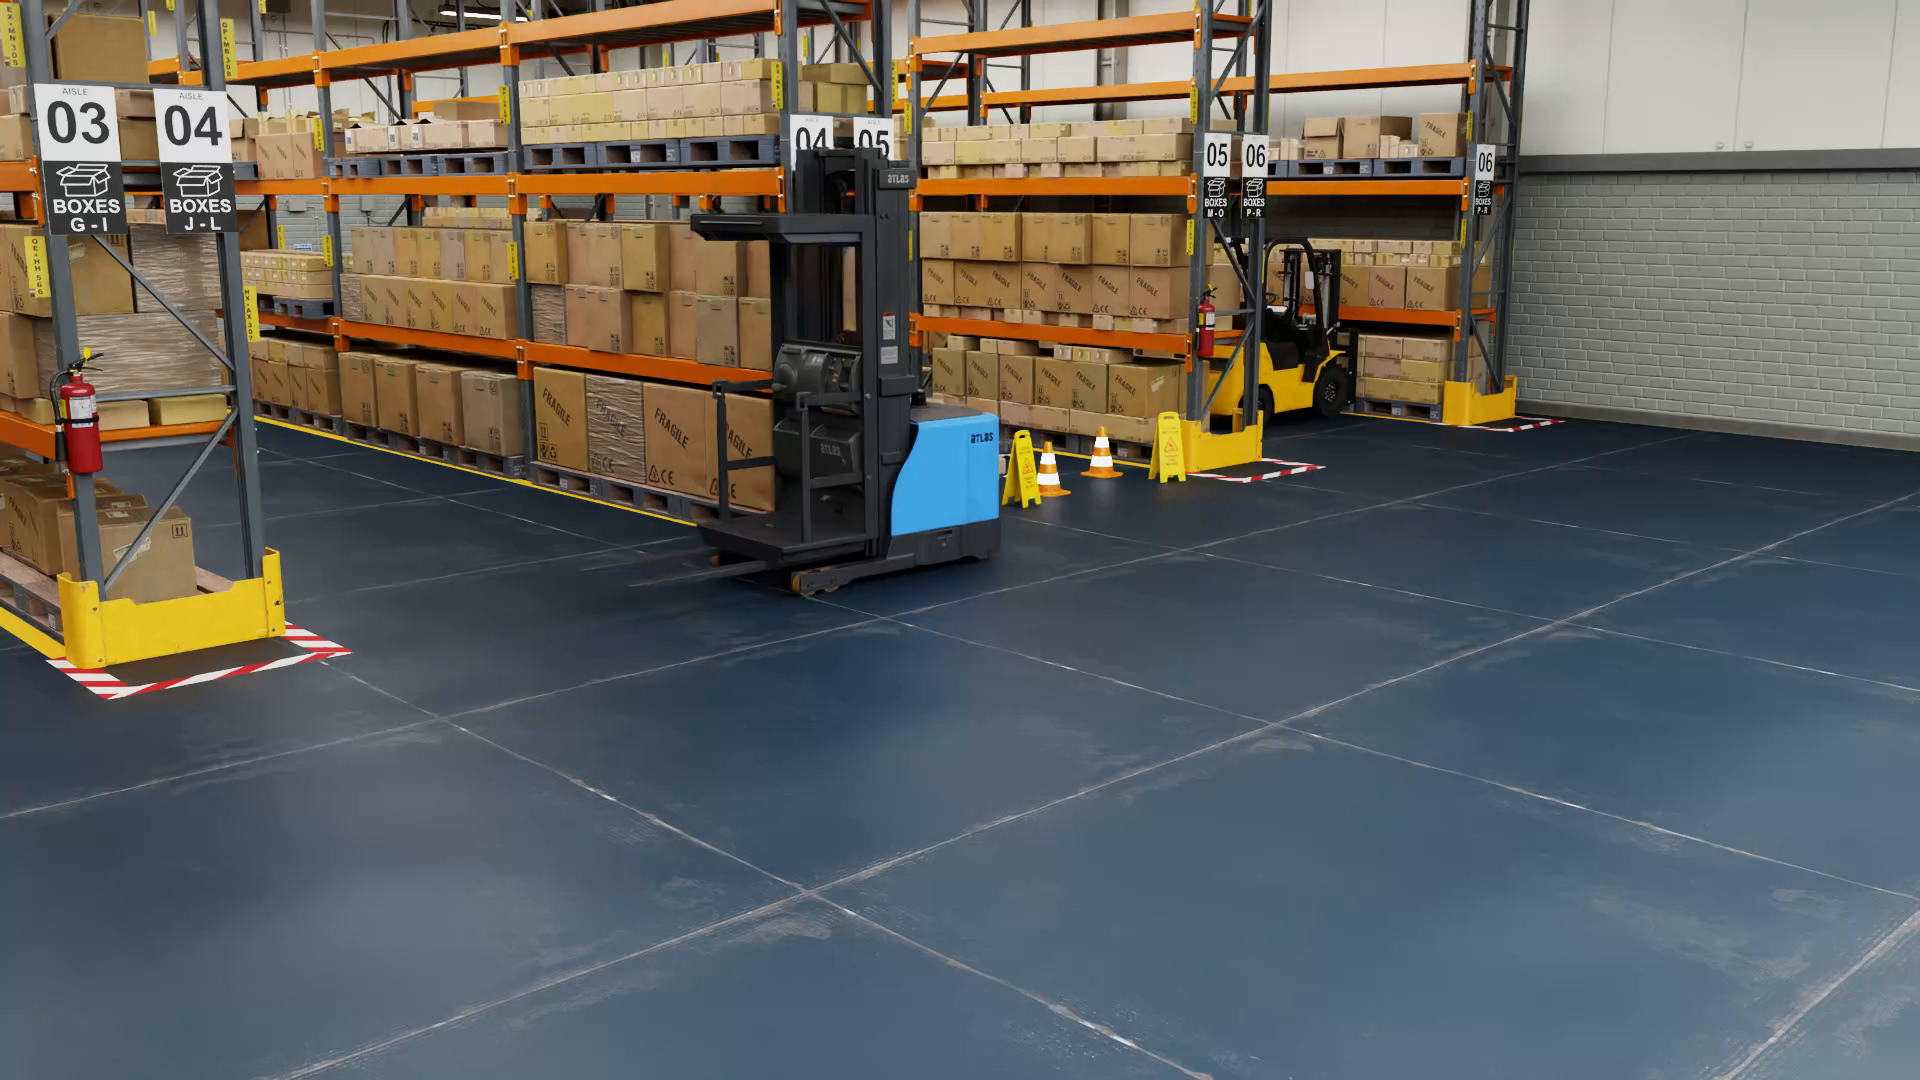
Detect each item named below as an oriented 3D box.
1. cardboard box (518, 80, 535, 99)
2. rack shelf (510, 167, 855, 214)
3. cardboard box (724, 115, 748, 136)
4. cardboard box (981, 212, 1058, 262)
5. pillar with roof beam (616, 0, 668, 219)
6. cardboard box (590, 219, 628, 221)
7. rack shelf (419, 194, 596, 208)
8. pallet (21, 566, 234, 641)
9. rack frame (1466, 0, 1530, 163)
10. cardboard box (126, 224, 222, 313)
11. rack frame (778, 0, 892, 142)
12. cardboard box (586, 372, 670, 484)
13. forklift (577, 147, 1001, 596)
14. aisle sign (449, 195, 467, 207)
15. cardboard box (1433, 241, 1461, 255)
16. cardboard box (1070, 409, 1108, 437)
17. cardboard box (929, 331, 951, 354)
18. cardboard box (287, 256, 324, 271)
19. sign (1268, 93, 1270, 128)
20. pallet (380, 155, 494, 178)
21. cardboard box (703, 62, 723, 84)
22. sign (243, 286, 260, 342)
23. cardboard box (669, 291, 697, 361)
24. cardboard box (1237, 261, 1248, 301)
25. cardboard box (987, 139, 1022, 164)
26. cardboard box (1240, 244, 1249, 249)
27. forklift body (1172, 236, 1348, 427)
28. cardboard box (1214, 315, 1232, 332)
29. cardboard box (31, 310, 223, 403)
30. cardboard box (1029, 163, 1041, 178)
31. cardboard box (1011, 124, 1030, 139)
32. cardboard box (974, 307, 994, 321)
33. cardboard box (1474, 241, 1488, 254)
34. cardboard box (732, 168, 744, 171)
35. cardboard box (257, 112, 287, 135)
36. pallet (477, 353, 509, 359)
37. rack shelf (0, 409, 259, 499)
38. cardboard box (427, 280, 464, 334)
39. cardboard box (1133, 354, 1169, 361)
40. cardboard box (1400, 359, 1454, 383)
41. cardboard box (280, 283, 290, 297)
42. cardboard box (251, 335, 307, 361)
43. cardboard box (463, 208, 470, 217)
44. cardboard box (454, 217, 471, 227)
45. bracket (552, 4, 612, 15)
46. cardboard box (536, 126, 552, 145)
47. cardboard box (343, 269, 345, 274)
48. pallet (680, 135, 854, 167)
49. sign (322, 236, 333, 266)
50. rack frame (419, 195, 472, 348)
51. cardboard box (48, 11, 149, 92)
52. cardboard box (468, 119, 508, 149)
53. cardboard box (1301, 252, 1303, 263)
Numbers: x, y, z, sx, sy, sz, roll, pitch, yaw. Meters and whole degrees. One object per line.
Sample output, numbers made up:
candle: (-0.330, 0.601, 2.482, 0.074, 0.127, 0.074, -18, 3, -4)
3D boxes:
cardboard box: (-3.677, -3.981, 14.727, 0.380, 0.149, 0.250, -11, 16, -42)
rack shelf: (-2.301, -2.915, 13.978, 1.077, 0.370, 4.000, -11, 16, -43)
cardboard box: (-1.568, -3.146, 12.647, 0.380, 0.149, 0.250, -11, 16, -42)
cardboard box: (0.639, -3.230, 17.695, 0.700, 0.500, 0.500, -11, 16, -44)
pillar with roof beam: (-9.195, -8.096, 29.908, 9.100, 9.000, 0.548, -11, 16, -43)
cardboard box: (-4.884, -4.253, 23.396, 0.500, 0.500, 0.500, 11, 16, 44)
rack shelf: (-7.078, -5.371, 25.898, 1.077, 0.370, 4.000, -11, 16, -43)
pallet: (-5.165, 0.401, 10.443, 1.003, 0.211, 1.213, -11, 16, -43)
rack frame: (6.178, -5.842, 18.966, 1.000, 3.000, 0.127, -11, 16, -43)
cardboard box: (-4.760, -1.633, 9.941, 0.500, 0.500, 0.500, -11, 16, -43)
rack frame: (-0.920, -4.445, 12.186, 1.000, 3.000, 0.127, -11, 16, -43)
cardboard box: (-2.673, -1.023, 14.668, 0.875, 0.875, 0.875, -11, 16, -42)
forklift: (-1.146, -1.178, 11.366, 3.031, 2.935, 1.130, -10, 15, -40)
aisle sign: (-8.284, -5.873, 27.544, 0.394, 0.787, 0.004, -11, 16, -43)
cardboard box: (5.778, -3.439, 19.577, 0.380, 0.149, 0.250, -11, 16, -42)
cardboard box: (1.486, -1.227, 17.209, 0.500, 0.250, 0.500, -11, 16, -42)
cardboard box: (-0.132, -3.159, 25.964, 0.500, 0.500, 0.500, -11, 16, -43)
cardboard box: (-7.286, -3.093, 18.598, 0.380, 0.149, 0.250, -11, 16, -43)
sign: (2.983, -4.184, 16.187, 0.100, 0.325, 0.005, -11, 16, -43)
pallet: (-5.187, -3.802, 16.965, 1.003, 0.211, 1.213, -10, 15, -40)
cardboard box: (-1.746, -3.574, 12.750, 0.380, 0.149, 0.250, -11, 16, -42)
sign: (-4.184, -1.330, 9.788, 0.100, 0.325, 0.005, -11, 16, -43)
cardboard box: (-1.900, -1.805, 13.865, 0.875, 0.550, 0.550, -11, 16, -43)
cardboard box: (3.905, -3.361, 21.546, 0.500, 0.500, 0.500, -11, 16, -42)
cardboard box: (0.634, -4.085, 17.508, 0.500, 0.250, 0.500, -11, 16, -42)
cardboard box: (3.850, -3.850, 21.574, 0.380, 0.149, 0.250, -11, 16, -44)
forklift body: (3.549, -2.510, 19.766, 2.313, 2.155, 1.214, -11, 16, -43)
cardboard box: (2.506, -2.167, 16.617, 0.380, 0.149, 0.250, -11, 16, -42)
cardboard box: (-4.937, -1.109, 9.876, 0.875, 0.500, 0.500, -11, 16, -43)
cardboard box: (0.932, -3.836, 17.286, 0.380, 0.149, 0.250, -11, 16, -42)
cardboard box: (0.749, -4.258, 17.357, 0.380, 0.149, 0.250, -11, 16, -43)
cardboard box: (0.377, -2.476, 18.120, 0.380, 0.149, 0.250, -10, 15, -41)
cardboard box: (6.101, -3.495, 19.848, 0.380, 0.149, 0.250, -11, 16, -44)
cardboard box: (-2.663, -4.675, 21.070, 0.396, 0.266, 0.258, -11, 16, -43)
cardboard box: (-7.815, -4.775, 19.077, 0.396, 0.266, 0.258, -11, 16, -43)
pallet: (-7.012, -2.897, 26.449, 1.003, 0.211, 1.213, -11, 16, -43)
rack shelf: (-5.958, -0.770, 10.998, 1.077, 0.370, 4.000, -11, 16, -43)
cardboard box: (-4.934, -2.326, 16.520, 0.500, 0.500, 0.500, -11, 16, -42)
cardboard box: (1.853, -1.673, 17.513, 0.500, 0.500, 0.500, 11, 16, 43)
cardboard box: (5.616, -2.035, 19.889, 0.500, 0.250, 0.500, -11, 16, -43)
cardboard box: (-7.466, -2.839, 18.839, 0.380, 0.149, 0.250, -11, 16, -42)
cardboard box: (-8.169, -2.310, 19.984, 0.500, 0.250, 0.500, -10, 15, -40)
cardboard box: (-7.528, -5.121, 26.001, 0.380, 0.149, 0.250, -11, 16, -42)
cardboard box: (-7.610, -4.827, 26.181, 0.500, 0.500, 0.500, -11, 16, -43)
bracket: (-8.554, -10.878, 34.489, 0.076, 0.066, 5.218, -11, 16, -43)
cardboard box: (-3.496, -3.553, 14.625, 0.380, 0.149, 0.250, -11, 16, -42)
cardboard box: (-7.008, -3.079, 19.267, 0.250, 0.149, 0.380, 11, 16, 43)
pallet: (-1.440, -3.039, 13.016, 1.003, 0.211, 1.213, -11, 16, -43)
sign: (-6.830, -3.126, 17.976, 0.100, 0.325, 0.005, -11, 16, -43)
rack frame: (-8.459, -4.546, 27.545, 1.000, 3.000, 0.127, -11, 16, -43)
cardboard box: (-5.407, -2.993, 10.349, 0.500, 0.500, 0.500, -11, 16, -43)
cardboard box: (-4.286, -3.822, 15.677, 0.500, 0.250, 0.500, -11, 16, -42)
cardboard box: (4.309, -3.580, 20.999, 0.250, 0.149, 0.380, 11, 16, 43)
